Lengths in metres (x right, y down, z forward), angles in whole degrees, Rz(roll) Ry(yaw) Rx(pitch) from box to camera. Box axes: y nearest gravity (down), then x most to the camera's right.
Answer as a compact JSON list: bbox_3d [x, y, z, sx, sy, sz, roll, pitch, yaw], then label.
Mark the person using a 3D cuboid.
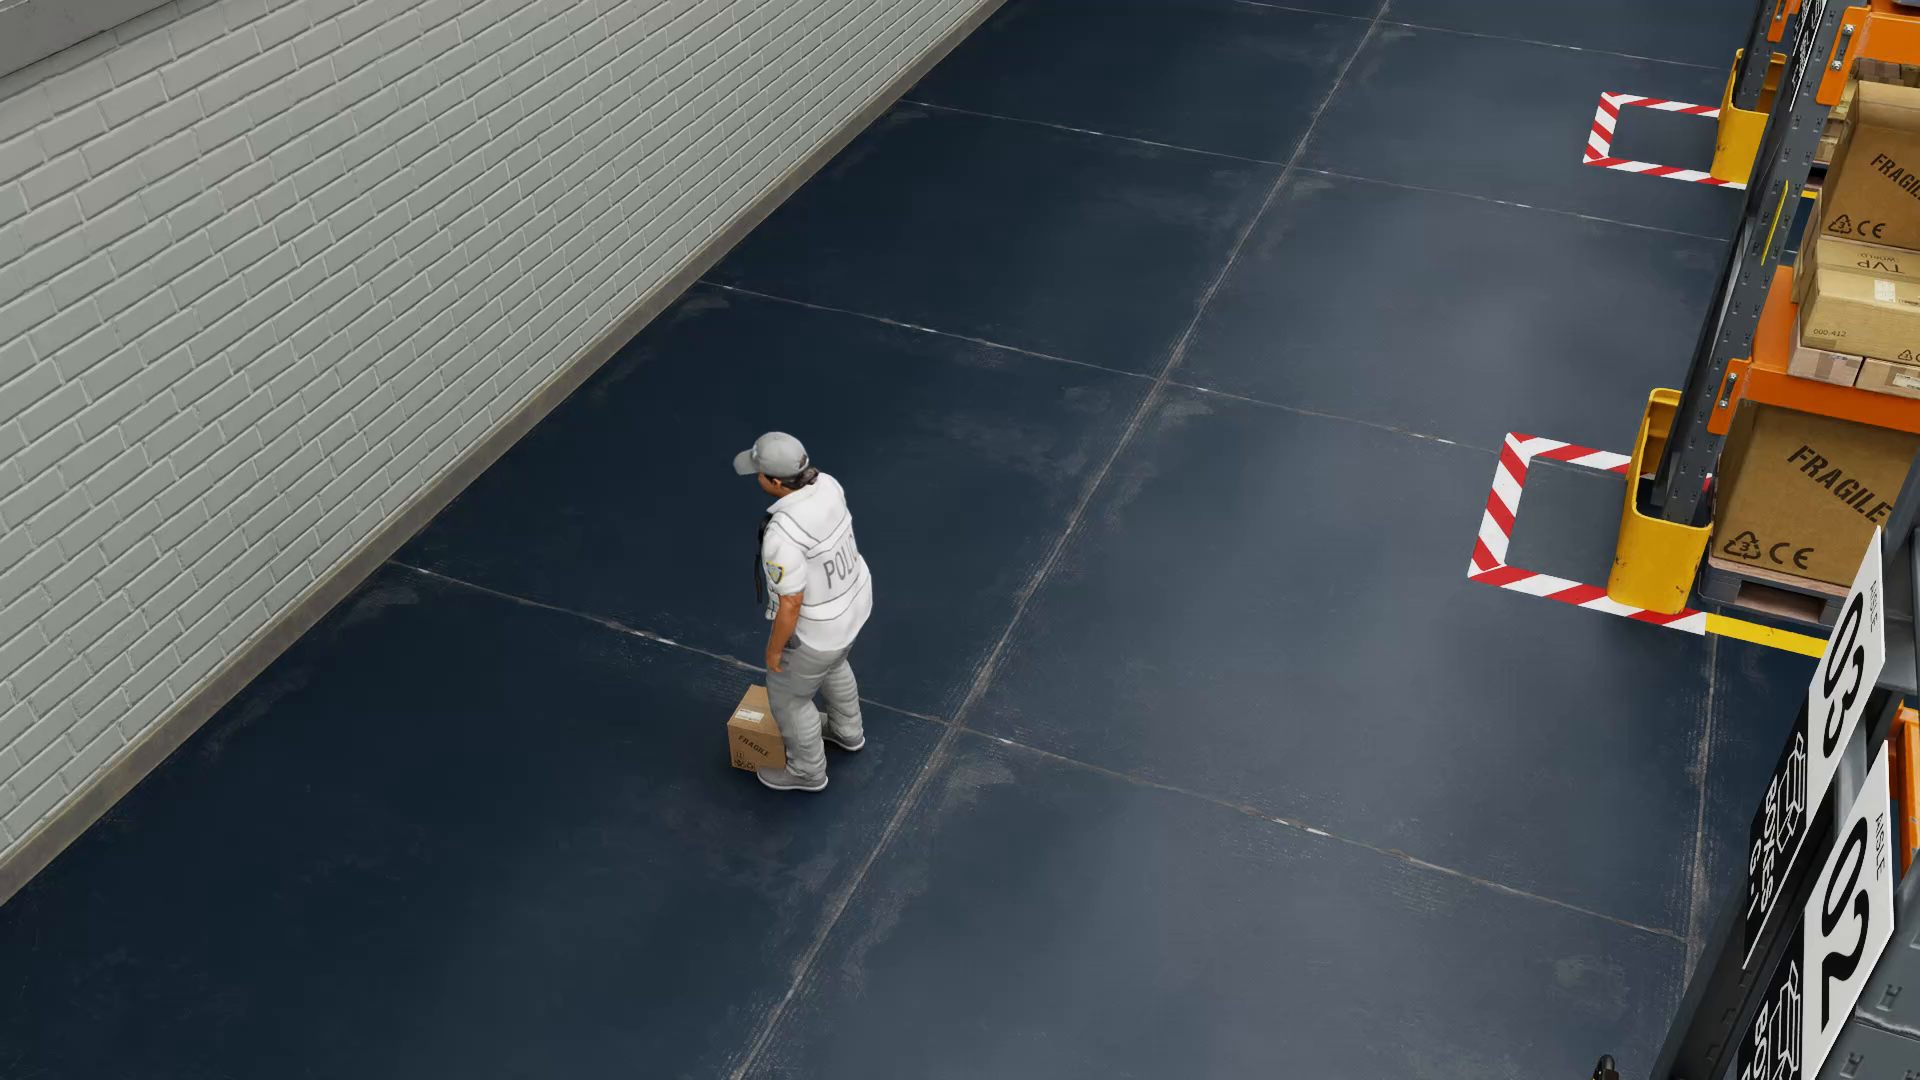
[{"bbox_3d":[-0.590,0.287,6.441,0.465,1.666,0.538,14,40,18],"label":"person"}]
